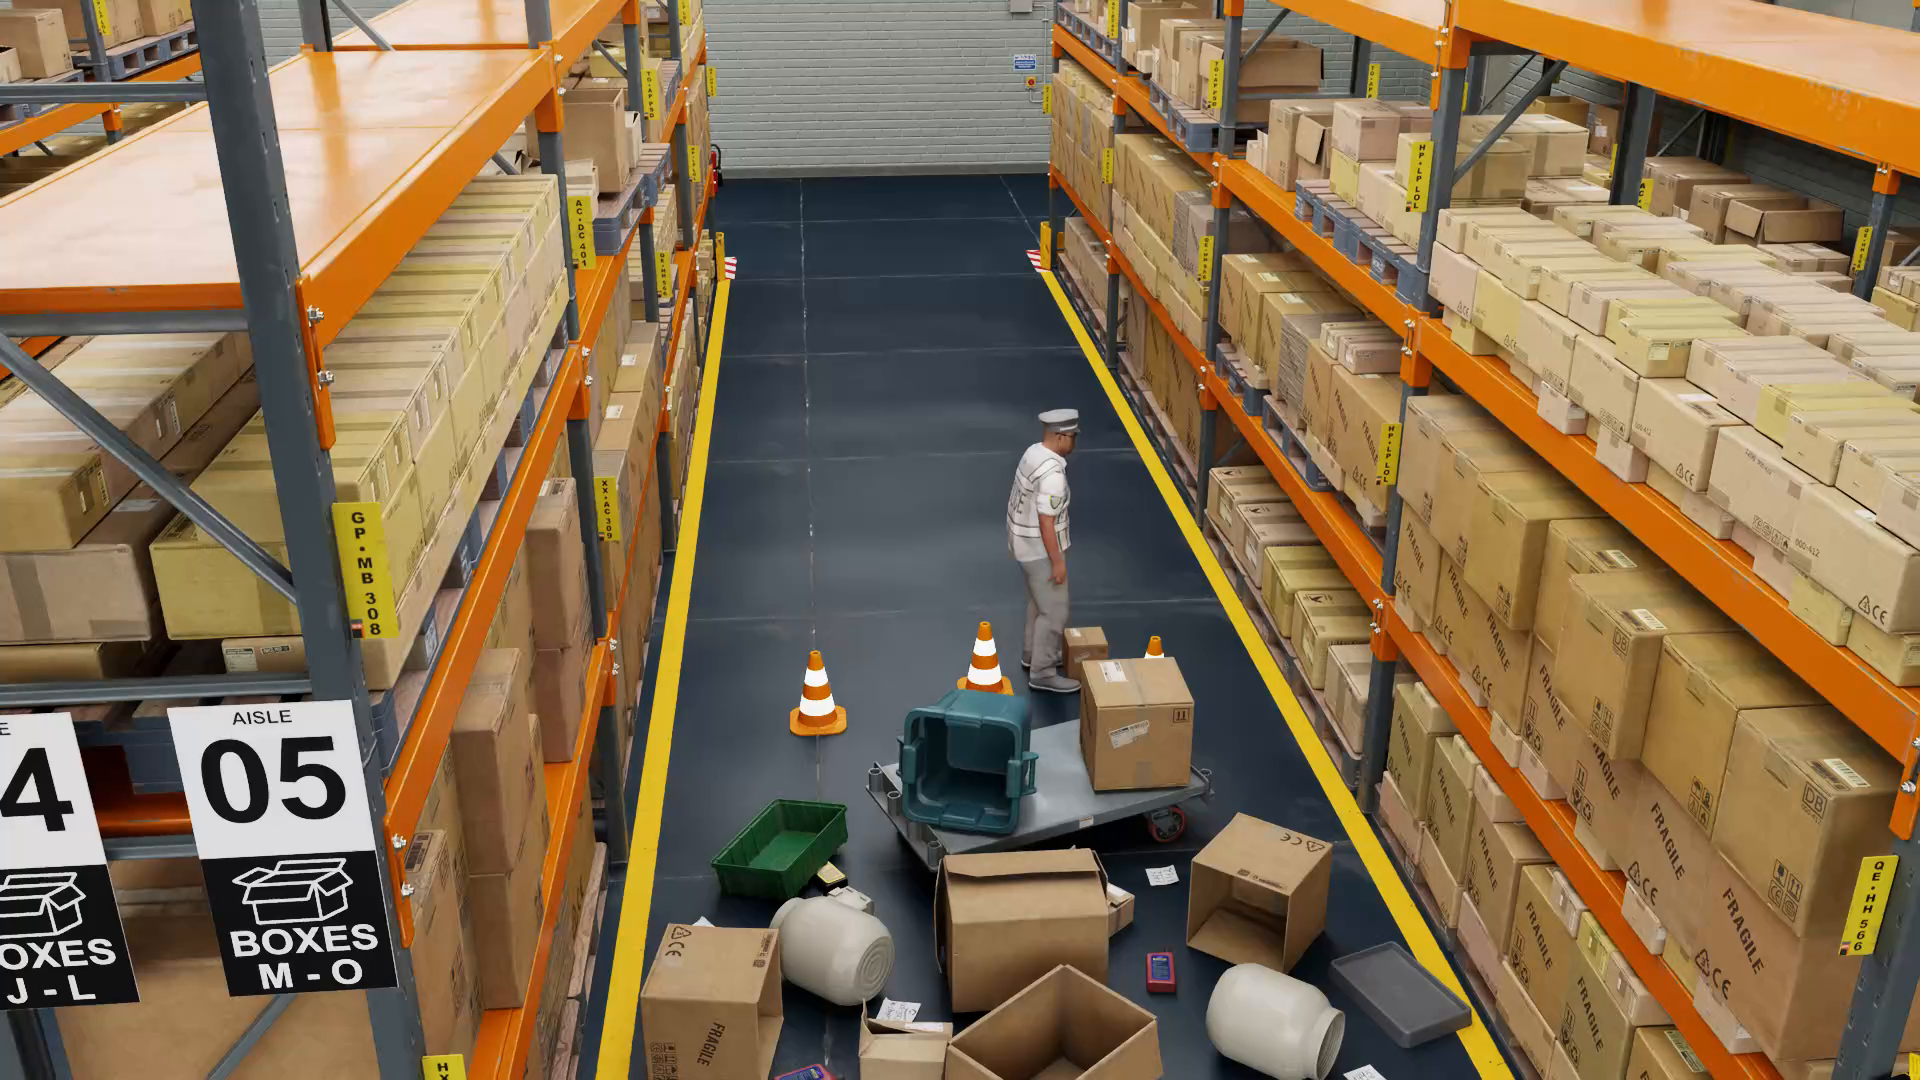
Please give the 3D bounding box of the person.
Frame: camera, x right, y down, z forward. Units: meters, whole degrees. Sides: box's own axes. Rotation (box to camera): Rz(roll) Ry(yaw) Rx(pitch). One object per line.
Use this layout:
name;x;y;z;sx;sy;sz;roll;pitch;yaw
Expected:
person;0.515;0.048;10.209;0.443;1.746;0.590;-3;24;-7
